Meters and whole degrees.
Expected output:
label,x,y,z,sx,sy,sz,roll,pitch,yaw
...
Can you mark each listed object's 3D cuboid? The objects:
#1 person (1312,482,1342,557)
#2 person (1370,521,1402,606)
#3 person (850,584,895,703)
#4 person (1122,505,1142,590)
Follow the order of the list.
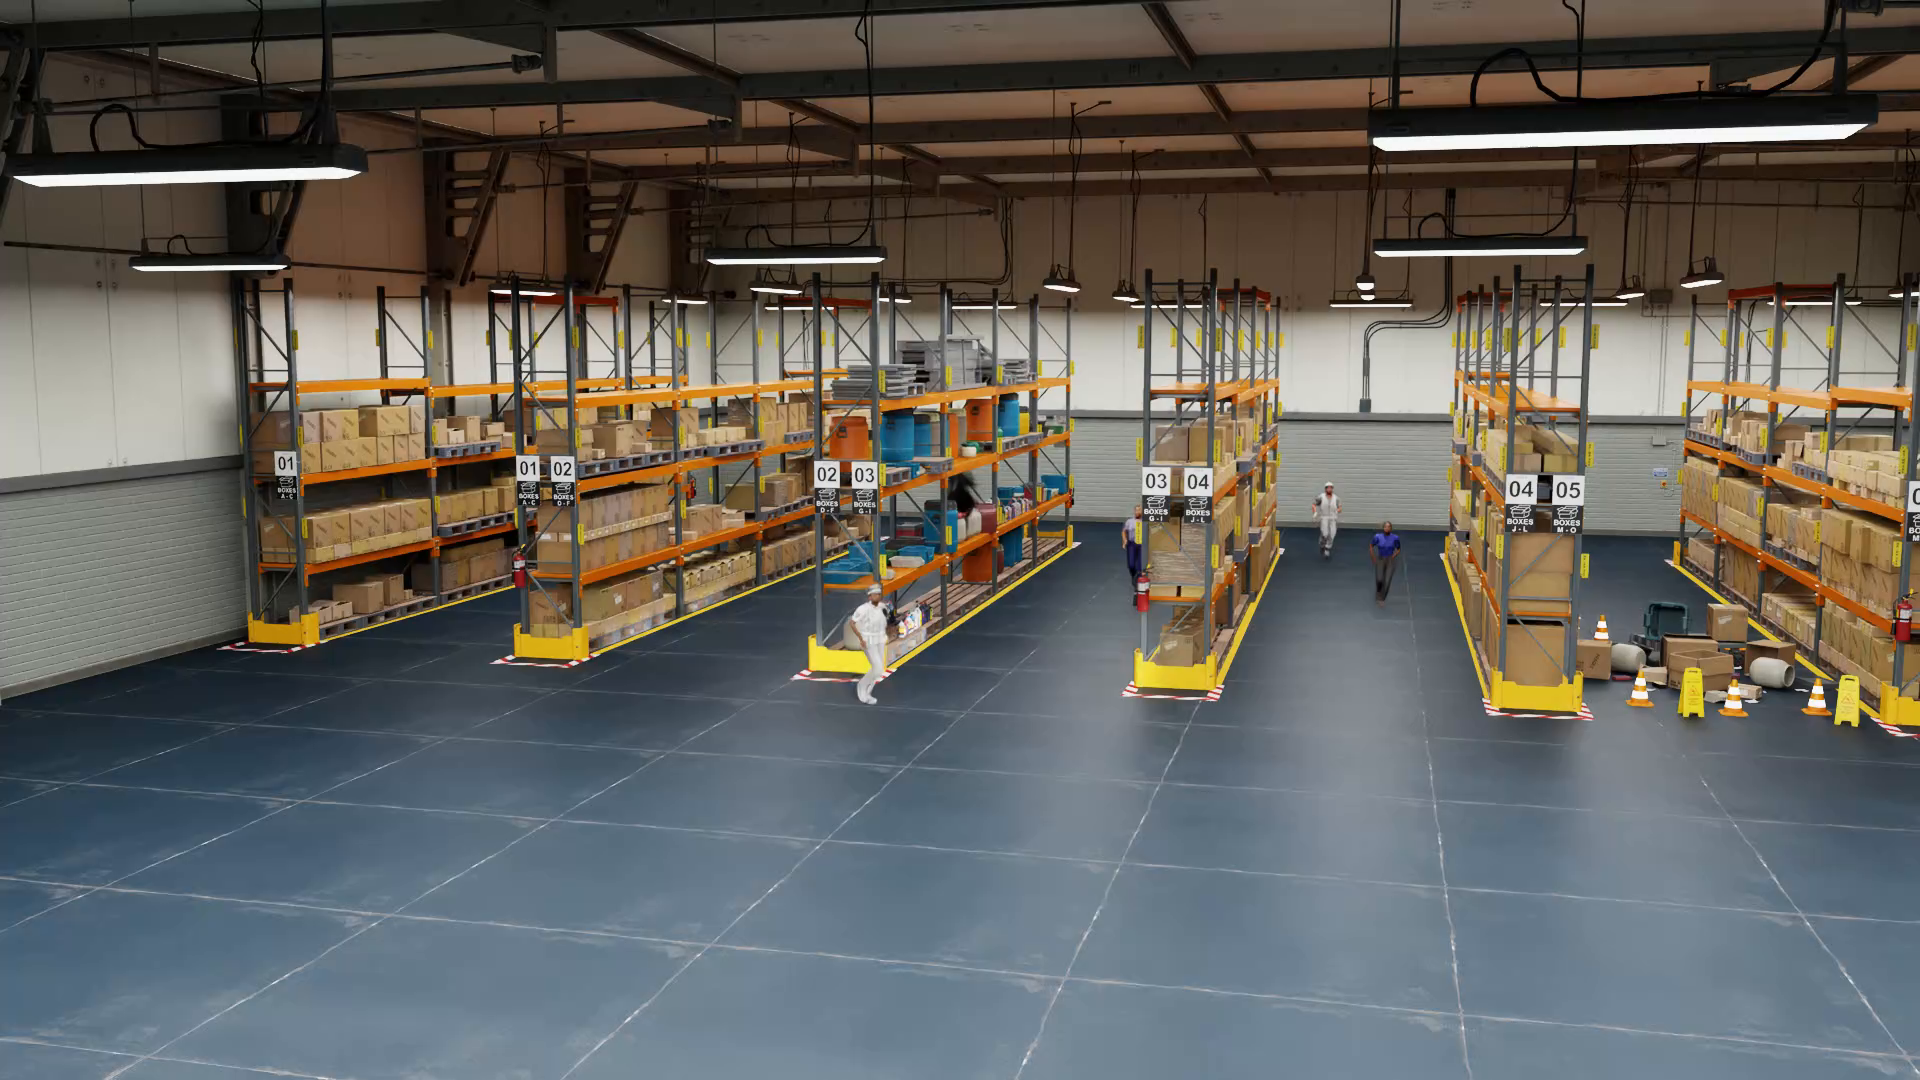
label,x,y,z,sx,sy,sz,roll,pitch,yaw
person,8.461,-0.455,38.210,0.664,1.739,0.603,0,7,-1
person,8.030,0.451,31.382,0.582,1.611,0.526,1,7,12
person,-1.154,1.427,22.935,0.559,1.667,0.591,-6,9,-43
person,3.366,0.153,31.514,0.616,1.615,0.507,1,7,12
